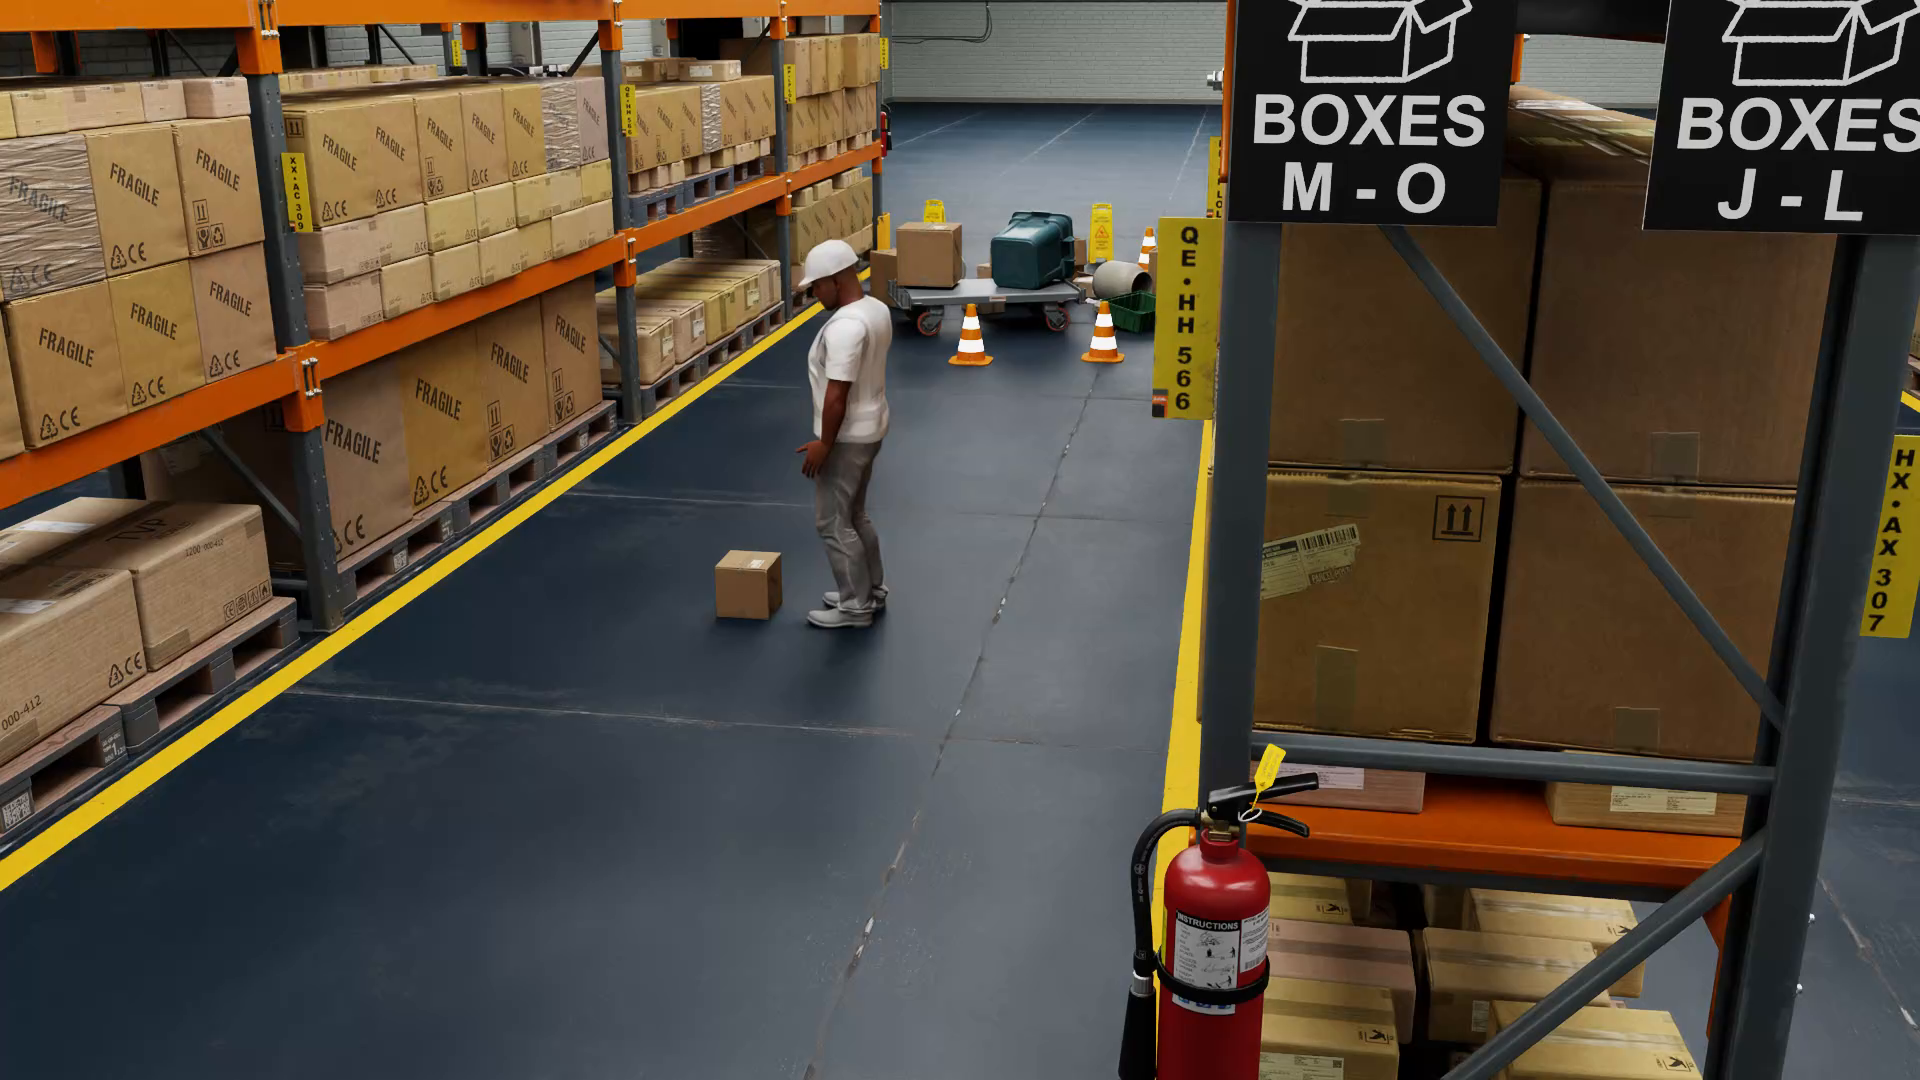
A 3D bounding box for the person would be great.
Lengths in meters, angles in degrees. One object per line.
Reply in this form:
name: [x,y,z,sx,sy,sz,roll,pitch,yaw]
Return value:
person: [-0.519,-0.472,7.509,0.384,1.751,0.573,3,18,10]
